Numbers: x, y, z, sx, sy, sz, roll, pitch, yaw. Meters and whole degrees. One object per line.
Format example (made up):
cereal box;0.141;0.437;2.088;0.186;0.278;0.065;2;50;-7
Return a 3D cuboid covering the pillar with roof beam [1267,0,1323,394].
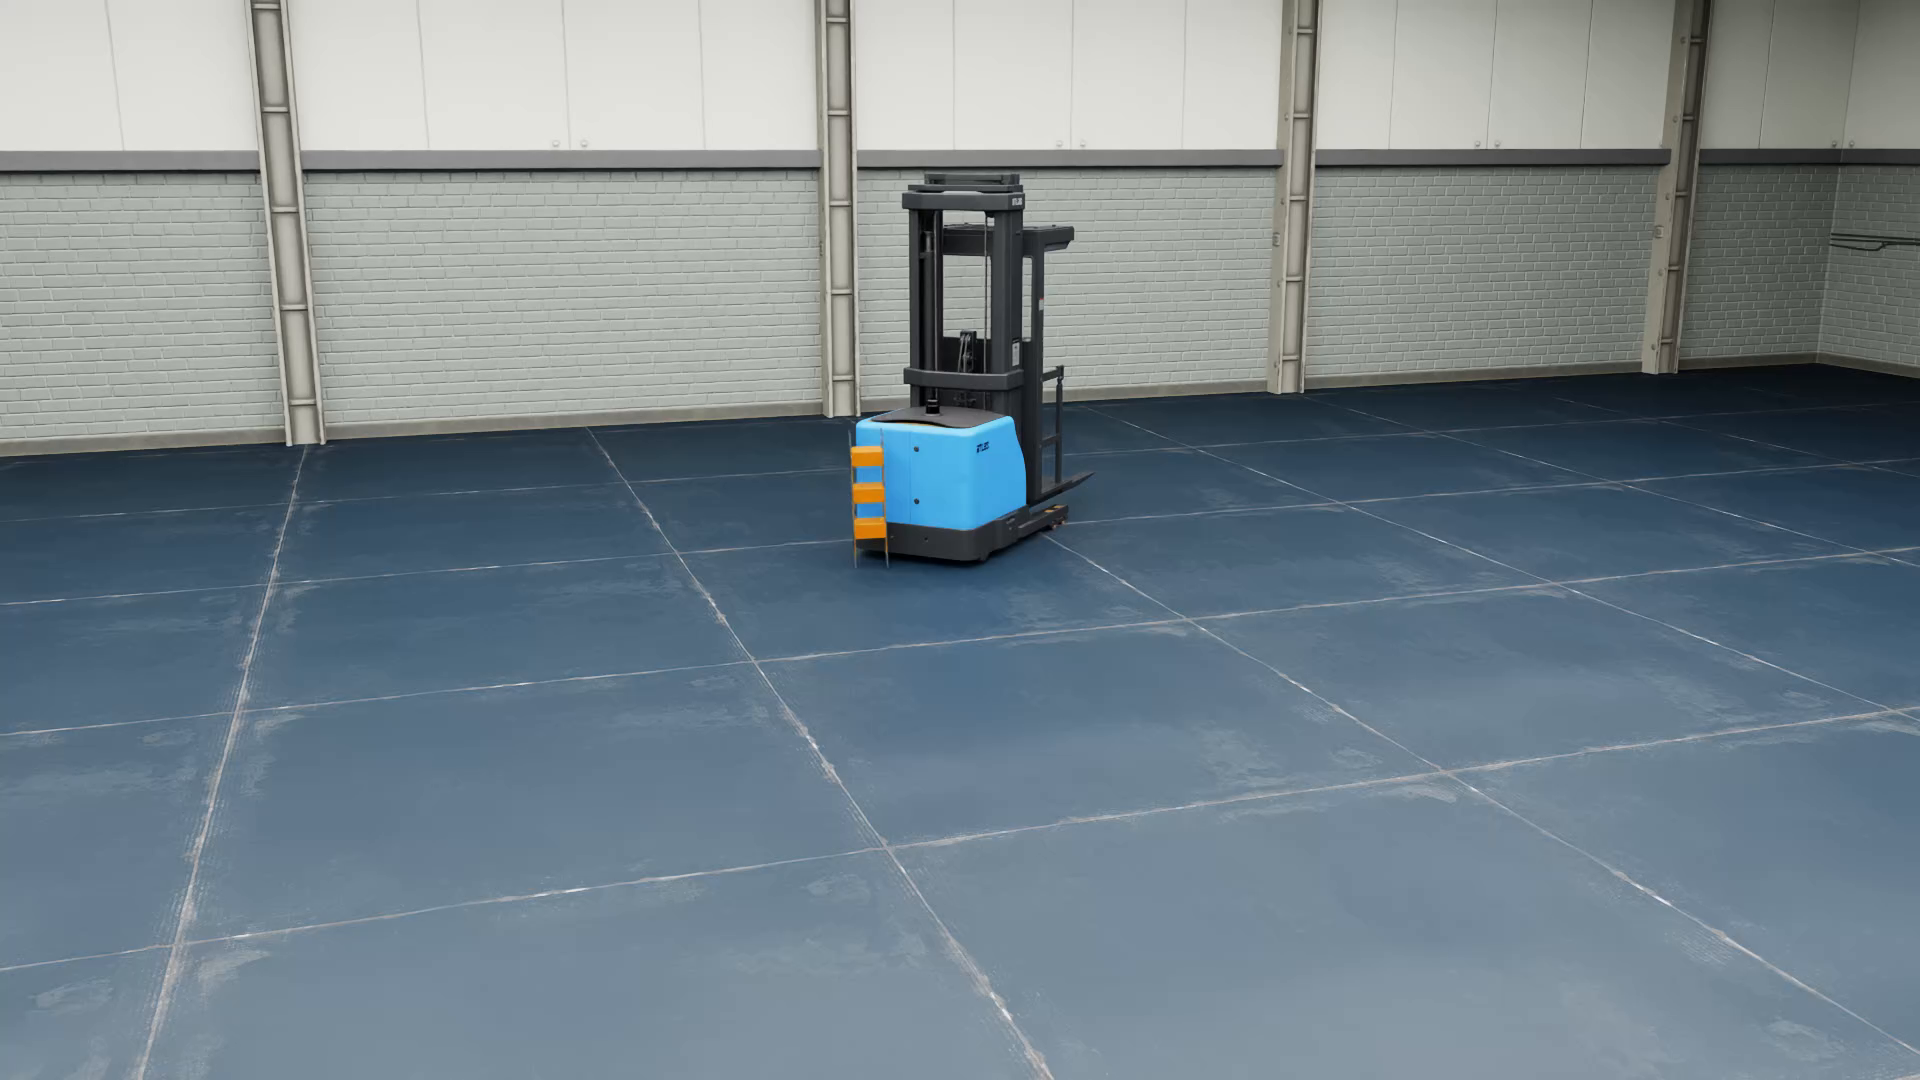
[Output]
pillar with roof beam;5.637;-5.378;16.808;0.400;9.000;9.100;-4;14;-18

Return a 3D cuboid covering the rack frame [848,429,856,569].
rack frame;-0.819;-0.310;12.661;0.008;1.050;0.200;-3;16;-6

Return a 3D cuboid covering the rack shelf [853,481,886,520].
rack shelf;-0.698;-0.306;12.677;0.240;0.259;0.215;-3;16;-6

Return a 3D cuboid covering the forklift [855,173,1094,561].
forklift;0.275;-1.557;13.853;1.130;2.935;3.031;6;15;25

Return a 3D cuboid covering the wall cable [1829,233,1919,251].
wall cable;13.165;-5.182;22.693;0.112;2.526;3.097;-4;14;-18

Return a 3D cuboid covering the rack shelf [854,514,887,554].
rack shelf;-0.691;-0.039;12.751;0.240;0.259;0.215;-3;16;-6

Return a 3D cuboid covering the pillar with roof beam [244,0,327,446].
pillar with roof beam;-5.736;-4.493;13.084;0.400;9.000;9.100;-4;14;-18

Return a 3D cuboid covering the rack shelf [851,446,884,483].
rack shelf;-0.705;-0.580;12.601;0.240;0.259;0.215;-3;16;-6

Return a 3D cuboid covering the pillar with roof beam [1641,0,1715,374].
pillar with roof beam;11.324;-5.821;18.669;0.400;9.000;9.100;-4;14;-18

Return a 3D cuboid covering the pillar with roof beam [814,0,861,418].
pillar with roof beam;-0.049;-4.936;14.946;0.400;9.000;9.100;-4;14;-18

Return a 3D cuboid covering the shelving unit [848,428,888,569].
shelving unit;-0.698;-0.317;12.674;0.252;1.050;0.215;-3;16;-6

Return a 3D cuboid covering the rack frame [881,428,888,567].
rack frame;-0.577;-0.323;12.686;0.008;1.050;0.200;-3;16;-6
